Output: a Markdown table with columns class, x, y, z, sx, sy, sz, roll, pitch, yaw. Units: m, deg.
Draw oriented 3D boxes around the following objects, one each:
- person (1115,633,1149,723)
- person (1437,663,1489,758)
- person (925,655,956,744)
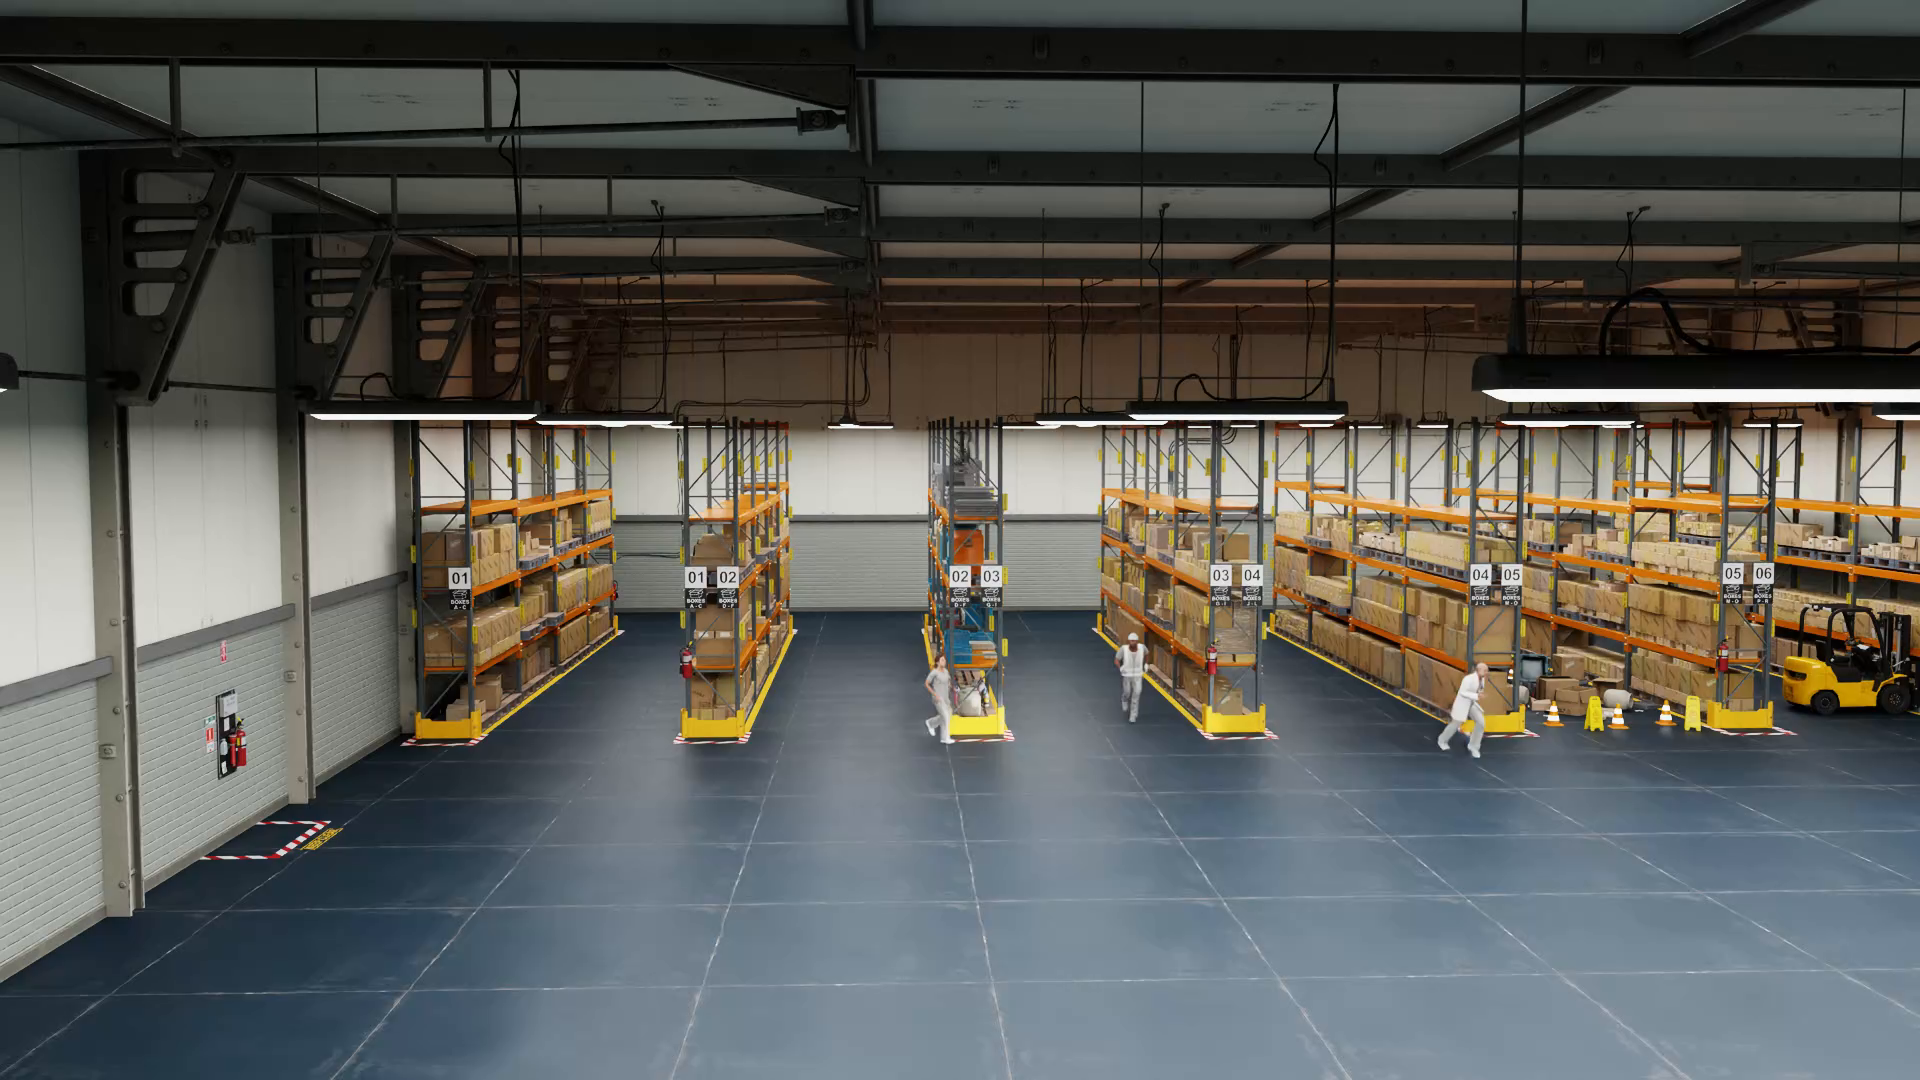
| class | x | y | z | sx | sy | sz | roll | pitch | yaw |
| --- | --- | --- | --- | --- | --- | --- | --- | --- | --- |
| person | 3.420 | 2.689 | 33.010 | 0.715 | 1.735 | 1.091 | 0 | 4 | -5 |
| person | 8.922 | 2.994 | 29.418 | 0.751 | 1.737 | 1.072 | -3 | 5 | -38 |
| person | -0.398 | 2.908 | 30.559 | 0.697 | 1.632 | 0.563 | 3 | 5 | 41 |
